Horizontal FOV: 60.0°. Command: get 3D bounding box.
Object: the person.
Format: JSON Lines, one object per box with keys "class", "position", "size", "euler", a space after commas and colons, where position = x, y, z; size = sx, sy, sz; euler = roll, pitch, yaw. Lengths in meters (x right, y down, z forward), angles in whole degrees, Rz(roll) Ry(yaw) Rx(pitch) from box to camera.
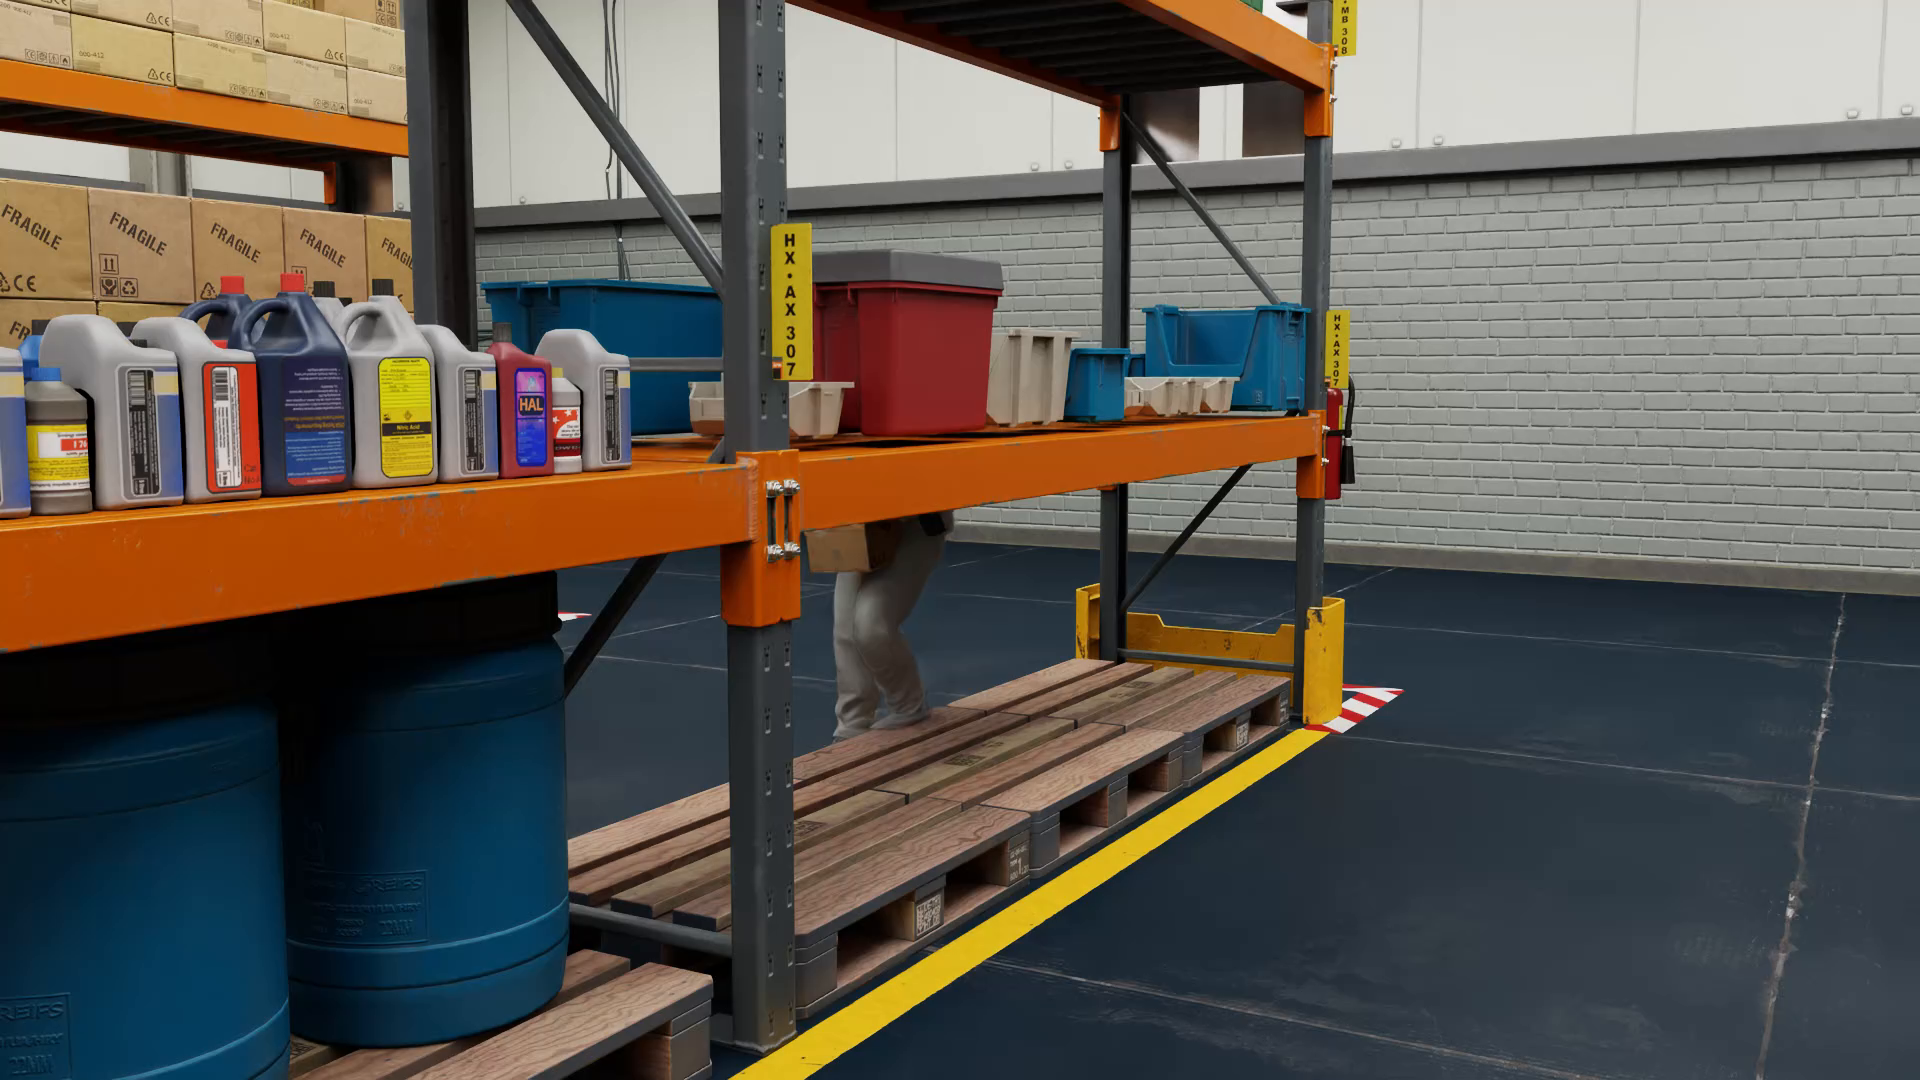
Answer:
{"class": "person", "position": [-0.282, -0.022, 6.126], "size": [0.529, 1.786, 0.520], "euler": [-6, 8, -43]}
